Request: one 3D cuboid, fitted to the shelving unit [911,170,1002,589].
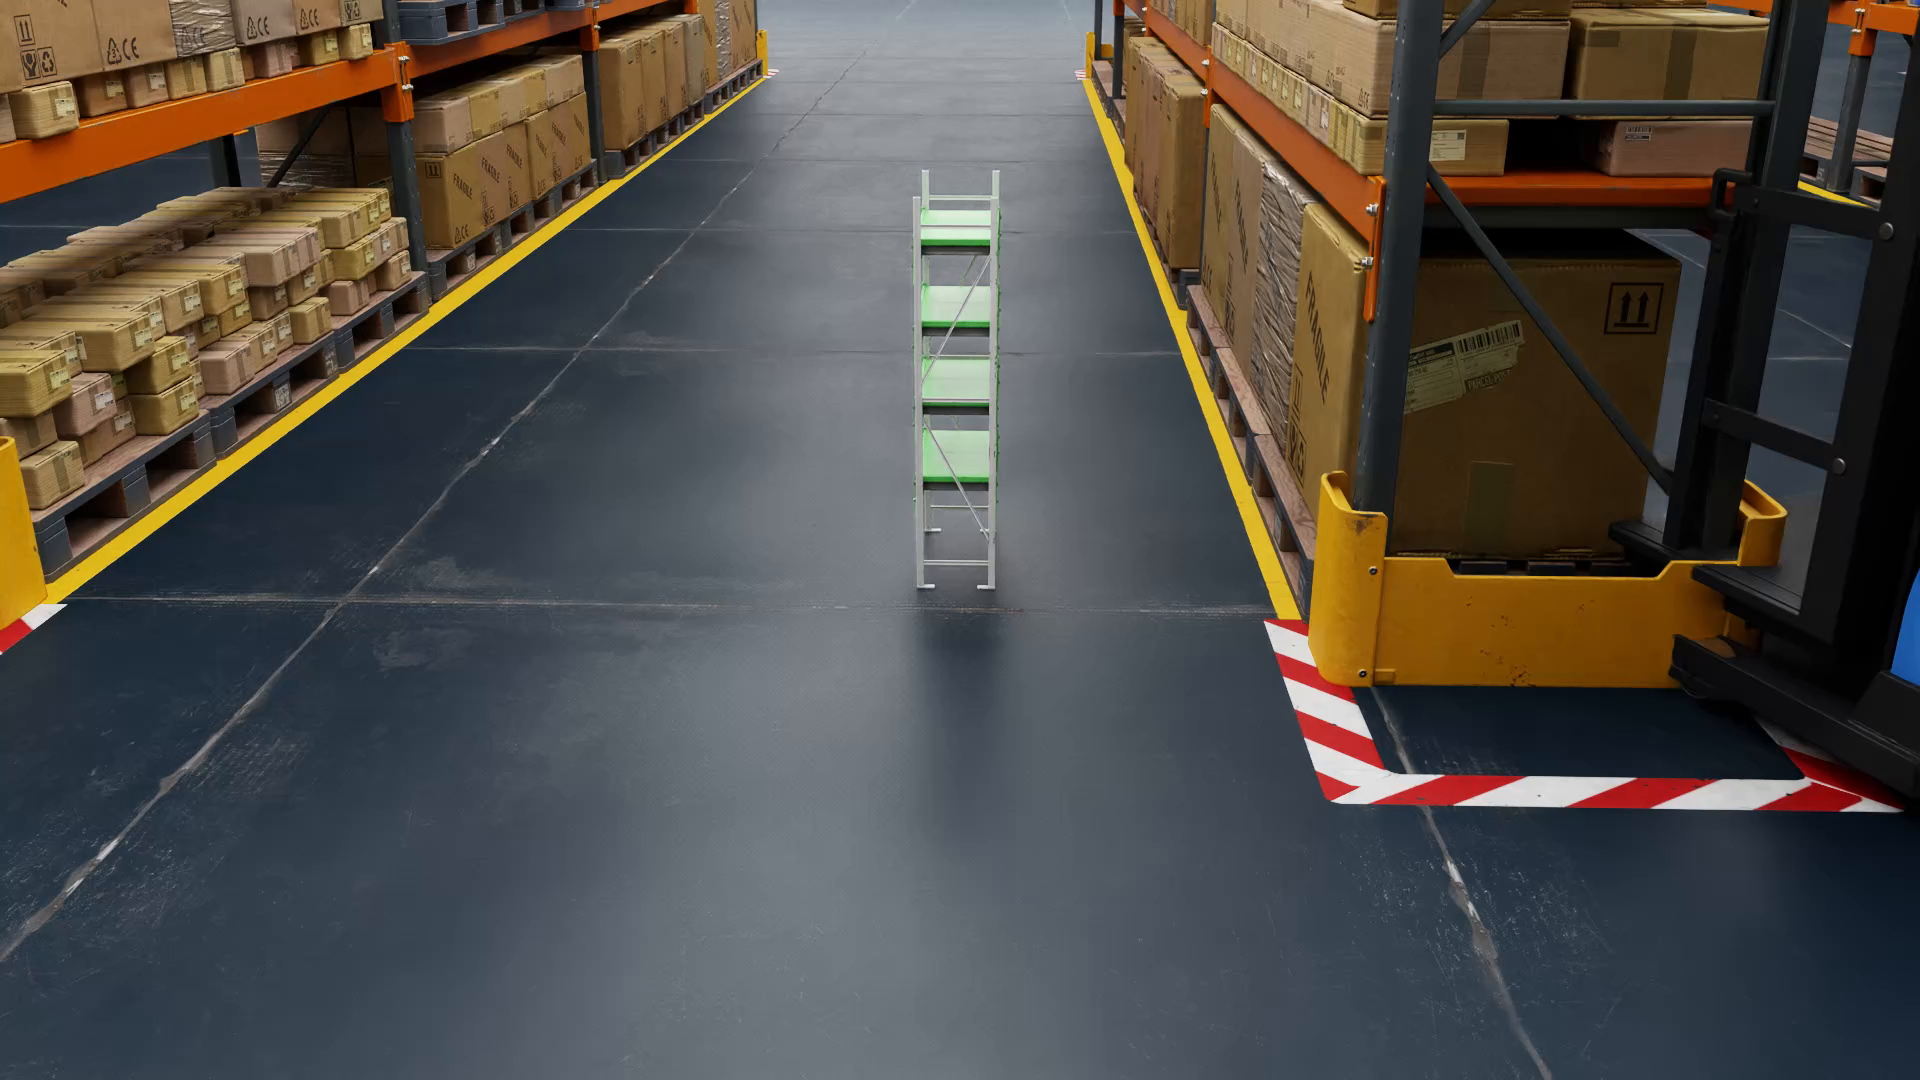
[{"bbox_3d":[-0.005,-0.500,5.158,0.258,1.200,0.503,1,21,2],"label":"shelving unit"}]

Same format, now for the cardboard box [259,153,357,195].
[{"bbox_3d":[-3.482,-1.904,9.165,0.500,0.500,0.500,0,21,1],"label":"cardboard box"}]

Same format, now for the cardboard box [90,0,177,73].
[{"bbox_3d":[-3.067,-1.872,5.659,0.500,0.500,0.500,1,21,2],"label":"cardboard box"}]

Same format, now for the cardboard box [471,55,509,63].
[{"bbox_3d":[-3.394,-3.183,11.424,0.500,0.250,0.500,0,21,-1],"label":"cardboard box"}]

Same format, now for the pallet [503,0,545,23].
[{"bbox_3d":[-3.151,-3.244,10.008,1.003,0.211,1.213,1,21,2],"label":"pallet"}]

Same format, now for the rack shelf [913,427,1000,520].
[{"bbox_3d":[-0.005,-0.216,5.268,0.258,0.148,0.480,1,21,2],"label":"rack shelf"}]

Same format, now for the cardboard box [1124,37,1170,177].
[{"bbox_3d":[1.781,-2.914,11.250,1.225,0.875,0.875,0,21,-1],"label":"cardboard box"}]

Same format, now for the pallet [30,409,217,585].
[{"bbox_3d":[-3.312,-0.178,5.696,1.003,0.211,1.213,1,21,2],"label":"pallet"}]

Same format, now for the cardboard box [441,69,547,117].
[{"bbox_3d":[-2.926,-2.813,10.471,0.500,0.250,0.500,1,21,3],"label":"cardboard box"}]

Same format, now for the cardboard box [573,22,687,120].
[{"bbox_3d":[-2.972,-4.069,14.398,1.050,0.750,0.750,1,21,2],"label":"cardboard box"}]

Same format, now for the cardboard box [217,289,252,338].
[{"bbox_3d":[-3.104,-0.922,6.707,0.380,0.149,0.250,2,21,4],"label":"cardboard box"}]

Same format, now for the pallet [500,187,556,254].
[{"bbox_3d":[-3.196,-2.027,10.461,1.003,0.211,1.213,1,21,2],"label":"pallet"}]

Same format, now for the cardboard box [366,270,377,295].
[{"bbox_3d":[-3.016,-1.231,7.917,0.380,0.149,0.250,1,21,3],"label":"cardboard box"}]

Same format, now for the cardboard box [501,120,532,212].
[{"bbox_3d":[-2.949,-2.279,10.131,0.500,0.500,0.500,1,21,3],"label":"cardboard box"}]

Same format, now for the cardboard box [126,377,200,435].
[{"bbox_3d":[-2.995,-0.486,5.996,0.380,0.149,0.250,1,21,2],"label":"cardboard box"}]

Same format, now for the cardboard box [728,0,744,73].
[{"bbox_3d":[-2.867,-5.583,18.129,0.875,0.875,0.875,0,21,1],"label":"cardboard box"}]

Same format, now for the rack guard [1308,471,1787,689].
[{"bbox_3d":[1.579,0.108,4.559,1.175,0.500,0.348,1,21,2],"label":"rack guard"}]

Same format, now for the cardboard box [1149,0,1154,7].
[{"bbox_3d":[1.537,-3.832,11.121,0.500,0.500,0.500,1,21,3],"label":"cardboard box"}]

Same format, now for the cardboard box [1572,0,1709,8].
[{"bbox_3d":[1.880,-1.836,4.873,0.500,0.500,0.500,0,21,0],"label":"cardboard box"}]

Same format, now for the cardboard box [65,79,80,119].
[{"bbox_3d":[-3.138,-1.438,5.435,0.380,0.149,0.250,2,21,4],"label":"cardboard box"}]

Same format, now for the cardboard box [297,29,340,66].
[{"bbox_3d":[-2.994,-2.190,7.374,0.380,0.149,0.250,1,21,4],"label":"cardboard box"}]

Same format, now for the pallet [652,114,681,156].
[{"bbox_3d":[-2.992,-3.474,14.190,1.003,0.211,1.213,1,21,2],"label":"pallet"}]

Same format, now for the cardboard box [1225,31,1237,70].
[{"bbox_3d":[1.345,-2.102,7.146,0.380,0.149,0.250,1,21,3],"label":"cardboard box"}]

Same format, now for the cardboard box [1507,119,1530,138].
[{"bbox_3d":[1.941,-1.353,5.217,0.380,0.149,0.250,0,21,1],"label":"cardboard box"}]

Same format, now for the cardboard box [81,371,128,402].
[{"bbox_3d":[-3.118,-0.537,5.715,0.380,0.149,0.250,1,21,2],"label":"cardboard box"}]

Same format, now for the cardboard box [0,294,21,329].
[{"bbox_3d":[-3.595,-0.774,5.914,0.380,0.149,0.250,0,21,-1],"label":"cardboard box"}]

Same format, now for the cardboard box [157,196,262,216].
[{"bbox_3d":[-3.538,-1.526,7.854,0.380,0.149,0.250,2,21,4],"label":"cardboard box"}]

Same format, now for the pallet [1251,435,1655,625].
[{"bbox_3d":[1.526,-0.056,5.381,1.003,0.211,1.213,1,21,2],"label":"pallet"}]

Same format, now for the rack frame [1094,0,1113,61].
[{"bbox_3d":[2.067,-6.851,19.039,1.000,3.000,0.127,1,21,2],"label":"rack frame"}]

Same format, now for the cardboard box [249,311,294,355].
[{"bbox_3d":[-3.031,-0.857,6.951,0.380,0.149,0.250,1,21,3],"label":"cardboard box"}]

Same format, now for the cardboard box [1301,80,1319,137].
[{"bbox_3d":[1.285,-1.357,5.226,0.380,0.149,0.250,1,21,3],"label":"cardboard box"}]

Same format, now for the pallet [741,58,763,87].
[{"bbox_3d":[-2.834,-5.352,19.031,1.003,0.211,1.213,1,21,2],"label":"pallet"}]

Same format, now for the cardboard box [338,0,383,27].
[{"bbox_3d":[-2.985,-2.611,7.561,0.500,0.500,0.500,1,21,2],"label":"cardboard box"}]

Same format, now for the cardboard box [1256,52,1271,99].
[{"bbox_3d":[1.314,-1.728,6.184,0.380,0.149,0.250,0,21,0],"label":"cardboard box"}]

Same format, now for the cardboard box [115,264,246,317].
[{"bbox_3d":[-2.999,-0.963,6.402,0.380,0.149,0.250,1,21,2],"label":"cardboard box"}]

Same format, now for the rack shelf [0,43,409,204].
[{"bbox_3d":[-3.314,-1.545,6.358,1.077,0.370,4.000,1,21,2],"label":"rack shelf"}]

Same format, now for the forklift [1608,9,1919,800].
[{"bbox_3d":[2.484,-0.986,4.017,1.130,2.935,3.031,-8,23,-19],"label":"forklift"}]

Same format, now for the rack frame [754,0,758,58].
[{"bbox_3d":[-2.888,-6.942,19.274,1.000,3.000,0.127,1,21,2],"label":"rack frame"}]

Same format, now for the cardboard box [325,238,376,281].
[{"bbox_3d":[-2.931,-1.296,7.672,0.380,0.149,0.250,0,21,0],"label":"cardboard box"}]

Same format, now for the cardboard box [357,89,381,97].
[{"bbox_3d":[-3.454,-2.441,9.512,0.500,0.250,0.500,2,21,4],"label":"cardboard box"}]

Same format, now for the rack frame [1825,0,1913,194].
[{"bbox_3d":[6.774,-3.904,11.444,1.000,3.000,0.127,1,21,2],"label":"rack frame"}]

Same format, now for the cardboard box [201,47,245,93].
[{"bbox_3d":[-3.003,-1.814,6.405,0.380,0.149,0.250,1,21,3],"label":"cardboard box"}]

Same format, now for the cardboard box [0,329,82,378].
[{"bbox_3d":[-3.131,-0.588,5.435,0.380,0.149,0.250,1,21,3],"label":"cardboard box"}]

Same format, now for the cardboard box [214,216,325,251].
[{"bbox_3d":[-3.058,-1.340,7.374,0.380,0.149,0.250,1,21,3],"label":"cardboard box"}]

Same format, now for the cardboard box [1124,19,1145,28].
[{"bbox_3d":[2.047,-5.439,18.276,0.500,0.500,0.500,6,22,16],"label":"cardboard box"}]

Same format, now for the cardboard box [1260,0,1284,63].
[{"bbox_3d":[1.372,-1.869,5.994,0.500,0.250,0.500,1,21,2],"label":"cardboard box"}]

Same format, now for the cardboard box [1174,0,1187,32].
[{"bbox_3d":[1.474,-3.099,9.230,0.500,0.500,0.500,0,21,1],"label":"cardboard box"}]

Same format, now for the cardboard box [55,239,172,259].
[{"bbox_3d":[-3.497,-1.149,6.882,0.380,0.149,0.250,0,21,-1],"label":"cardboard box"}]

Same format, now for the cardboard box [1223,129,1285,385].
[{"bbox_3d":[1.574,-1.154,6.714,0.875,0.875,0.875,1,21,2],"label":"cardboard box"}]

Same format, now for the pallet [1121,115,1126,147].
[{"bbox_3d":[1.888,-3.381,13.951,1.003,0.211,1.213,1,21,2],"label":"pallet"}]

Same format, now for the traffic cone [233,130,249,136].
[{"bbox_3d":[-6.599,-3.867,14.856,0.336,0.463,0.334,1,21,2],"label":"traffic cone"}]
